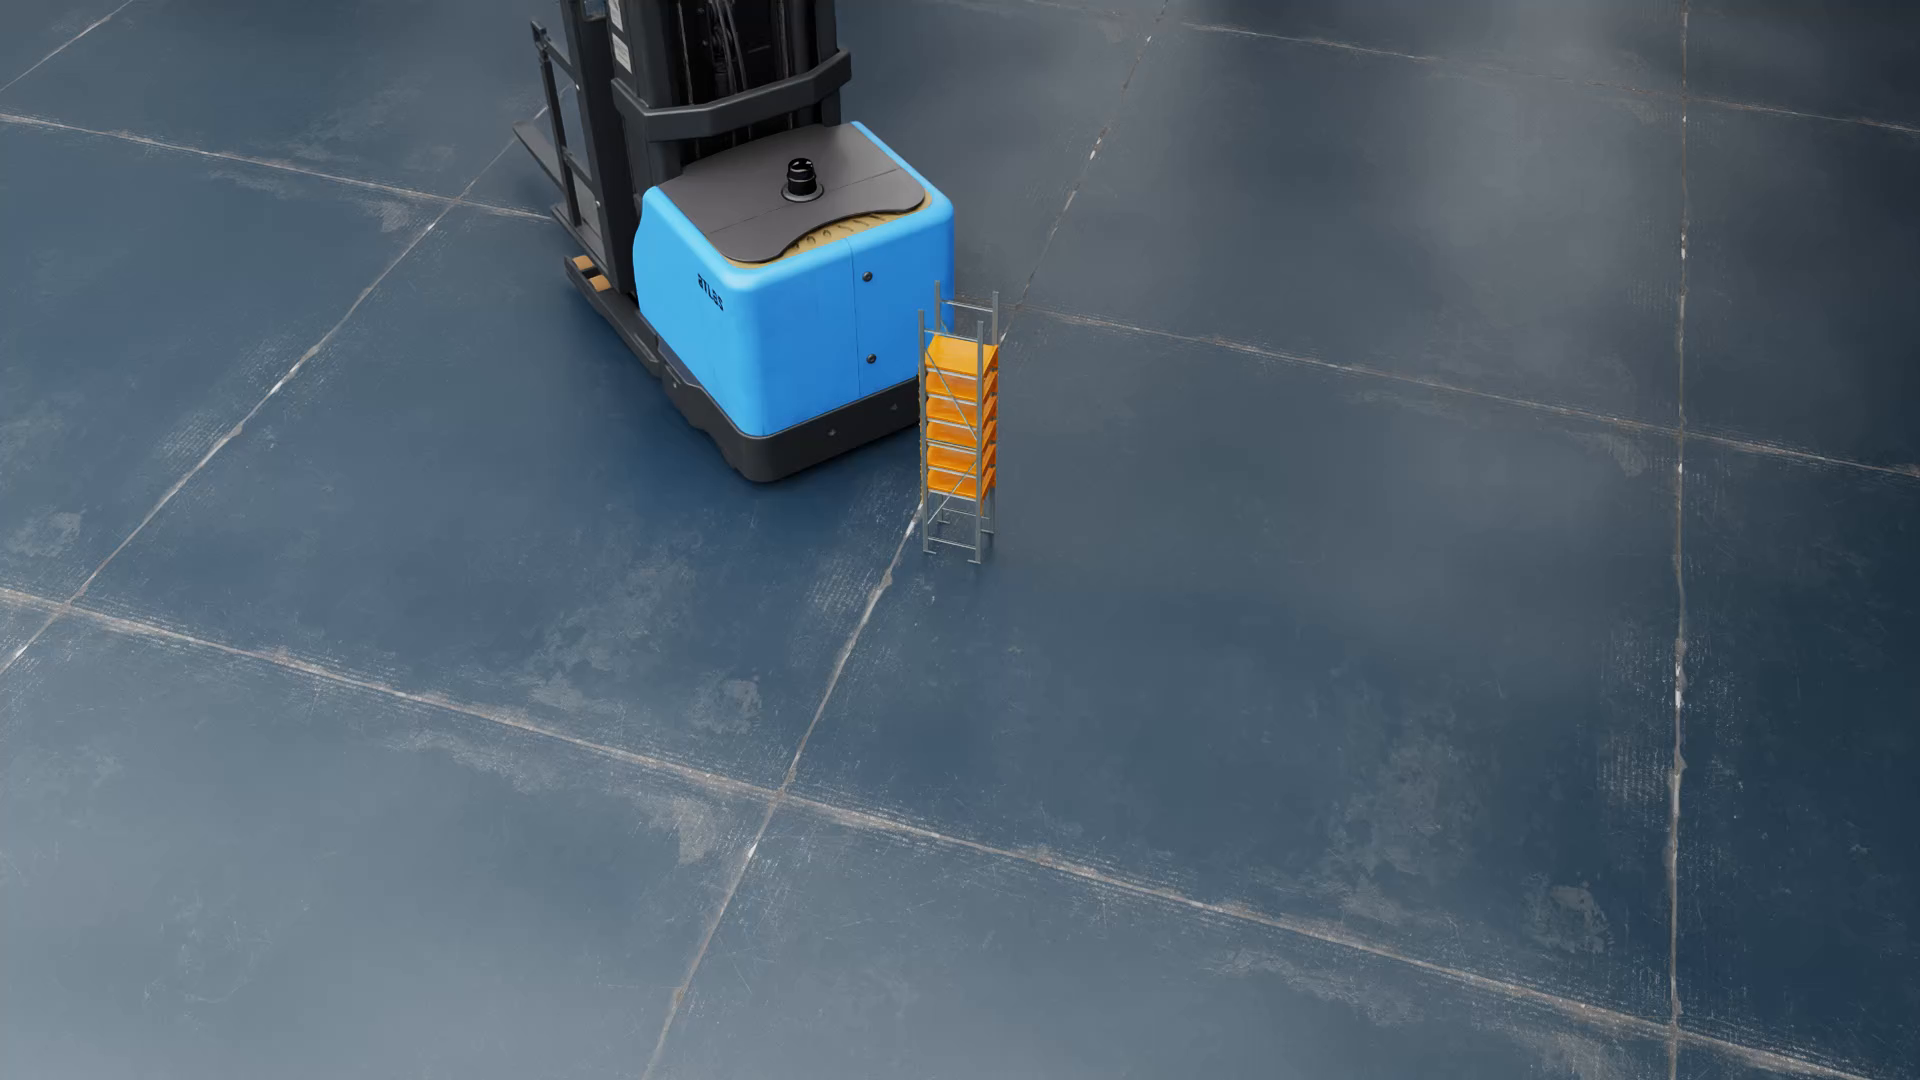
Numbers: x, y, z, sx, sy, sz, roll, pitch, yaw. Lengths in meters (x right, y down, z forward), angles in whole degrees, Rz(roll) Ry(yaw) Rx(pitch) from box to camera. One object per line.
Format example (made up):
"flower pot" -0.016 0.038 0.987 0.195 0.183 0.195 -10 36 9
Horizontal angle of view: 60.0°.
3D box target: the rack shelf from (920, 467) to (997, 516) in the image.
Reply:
"rack shelf" -0.004 -0.216 6.519 0.258 0.103 0.180 13 46 12

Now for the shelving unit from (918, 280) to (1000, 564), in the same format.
"shelving unit" -0.004 -0.419 6.321 0.258 1.200 0.189 13 46 12

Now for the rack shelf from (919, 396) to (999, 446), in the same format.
"rack shelf" -0.004 -0.473 6.268 0.258 0.103 0.180 13 46 12

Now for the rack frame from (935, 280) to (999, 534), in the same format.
"rack frame" 0.023 -0.480 6.383 0.240 1.200 0.006 13 46 12

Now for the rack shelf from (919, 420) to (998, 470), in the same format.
"rack shelf" -0.004 -0.387 6.352 0.258 0.103 0.180 13 46 12

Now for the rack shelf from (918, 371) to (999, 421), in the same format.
"rack shelf" -0.004 -0.559 6.184 0.258 0.103 0.180 13 46 12

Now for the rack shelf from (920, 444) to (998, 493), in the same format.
"rack shelf" -0.004 -0.302 6.436 0.258 0.103 0.180 13 46 12

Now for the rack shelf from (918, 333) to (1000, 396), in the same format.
"rack shelf" -0.004 -0.645 6.100 0.258 0.103 0.180 13 46 12

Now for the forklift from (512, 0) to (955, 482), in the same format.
"forklift" -1.227 -2.294 6.999 1.130 2.935 3.031 -24 49 -23

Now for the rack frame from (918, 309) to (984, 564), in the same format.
"rack frame" -0.032 -0.358 6.258 0.240 1.200 0.006 13 46 12
